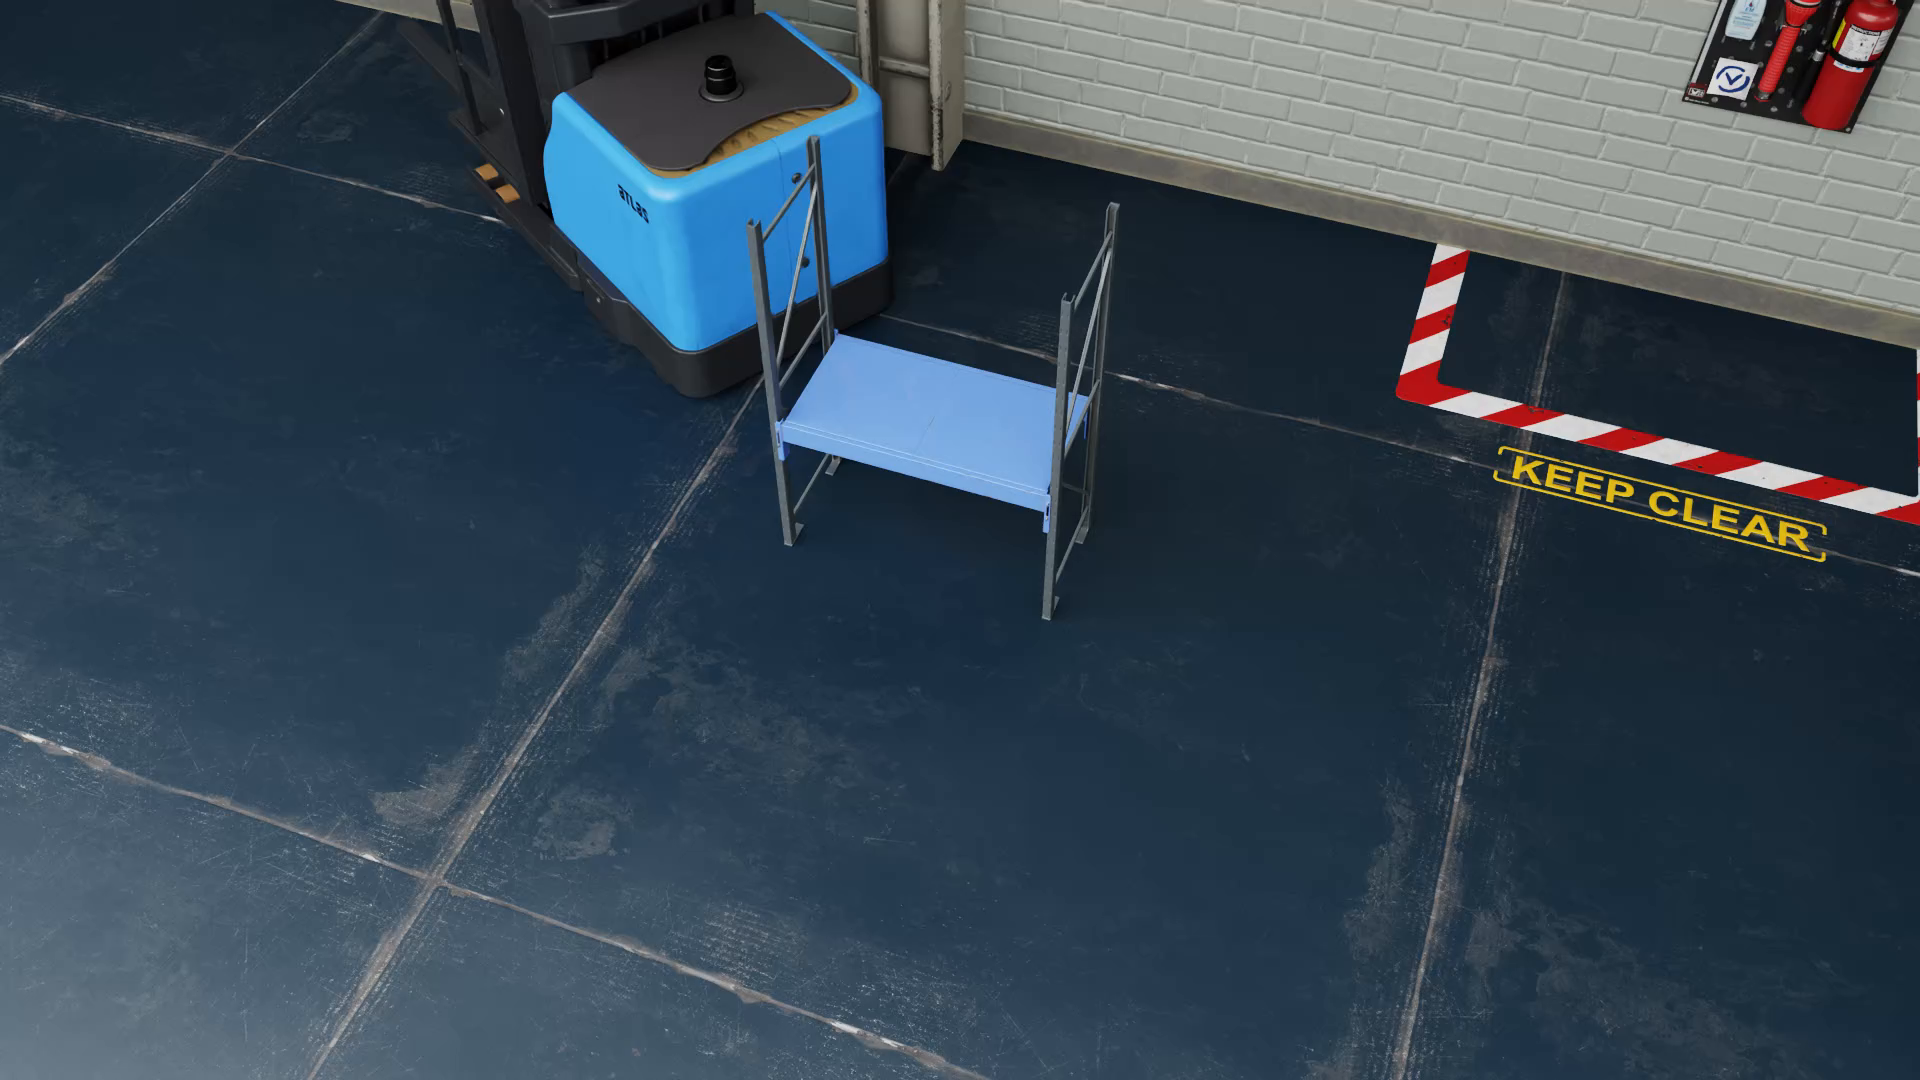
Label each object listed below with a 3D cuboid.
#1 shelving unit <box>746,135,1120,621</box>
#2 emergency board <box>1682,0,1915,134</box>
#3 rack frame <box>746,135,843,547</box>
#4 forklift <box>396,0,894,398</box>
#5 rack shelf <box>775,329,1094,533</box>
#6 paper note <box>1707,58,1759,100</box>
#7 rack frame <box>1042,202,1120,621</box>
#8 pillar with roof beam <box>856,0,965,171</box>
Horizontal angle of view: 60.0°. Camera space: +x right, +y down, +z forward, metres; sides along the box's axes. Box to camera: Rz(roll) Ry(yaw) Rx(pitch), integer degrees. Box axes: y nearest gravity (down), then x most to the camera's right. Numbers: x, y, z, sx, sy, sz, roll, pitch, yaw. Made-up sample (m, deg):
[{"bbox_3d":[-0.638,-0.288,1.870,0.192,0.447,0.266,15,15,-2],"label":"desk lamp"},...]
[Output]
[{"bbox_3d":[-0.080,-0.514,5.703,1.048,1.500,0.538,16,51,13],"label":"shelving unit"},{"bbox_3d":[3.107,-1.962,5.965,0.643,1.169,0.194,16,51,13],"label":"emergency board"},{"bbox_3d":[-0.557,-0.647,5.818,0.032,1.500,0.500,16,51,13],"label":"rack frame"},{"bbox_3d":[-1.577,-2.595,6.560,1.130,2.935,3.031,-30,56,-24],"label":"forklift"},{"bbox_3d":[-0.080,-0.396,5.839,1.000,0.185,0.538,16,51,13],"label":"rack shelf"},{"bbox_3d":[2.965,-1.769,6.381,0.142,0.148,0.016,16,51,13],"label":"paper note"},{"bbox_3d":[0.397,-0.380,5.587,0.032,1.500,0.500,16,51,13],"label":"rack frame"},{"bbox_3d":[-1.708,-1.772,1.831,0.400,9.000,9.100,16,51,13],"label":"pillar with roof beam"}]
